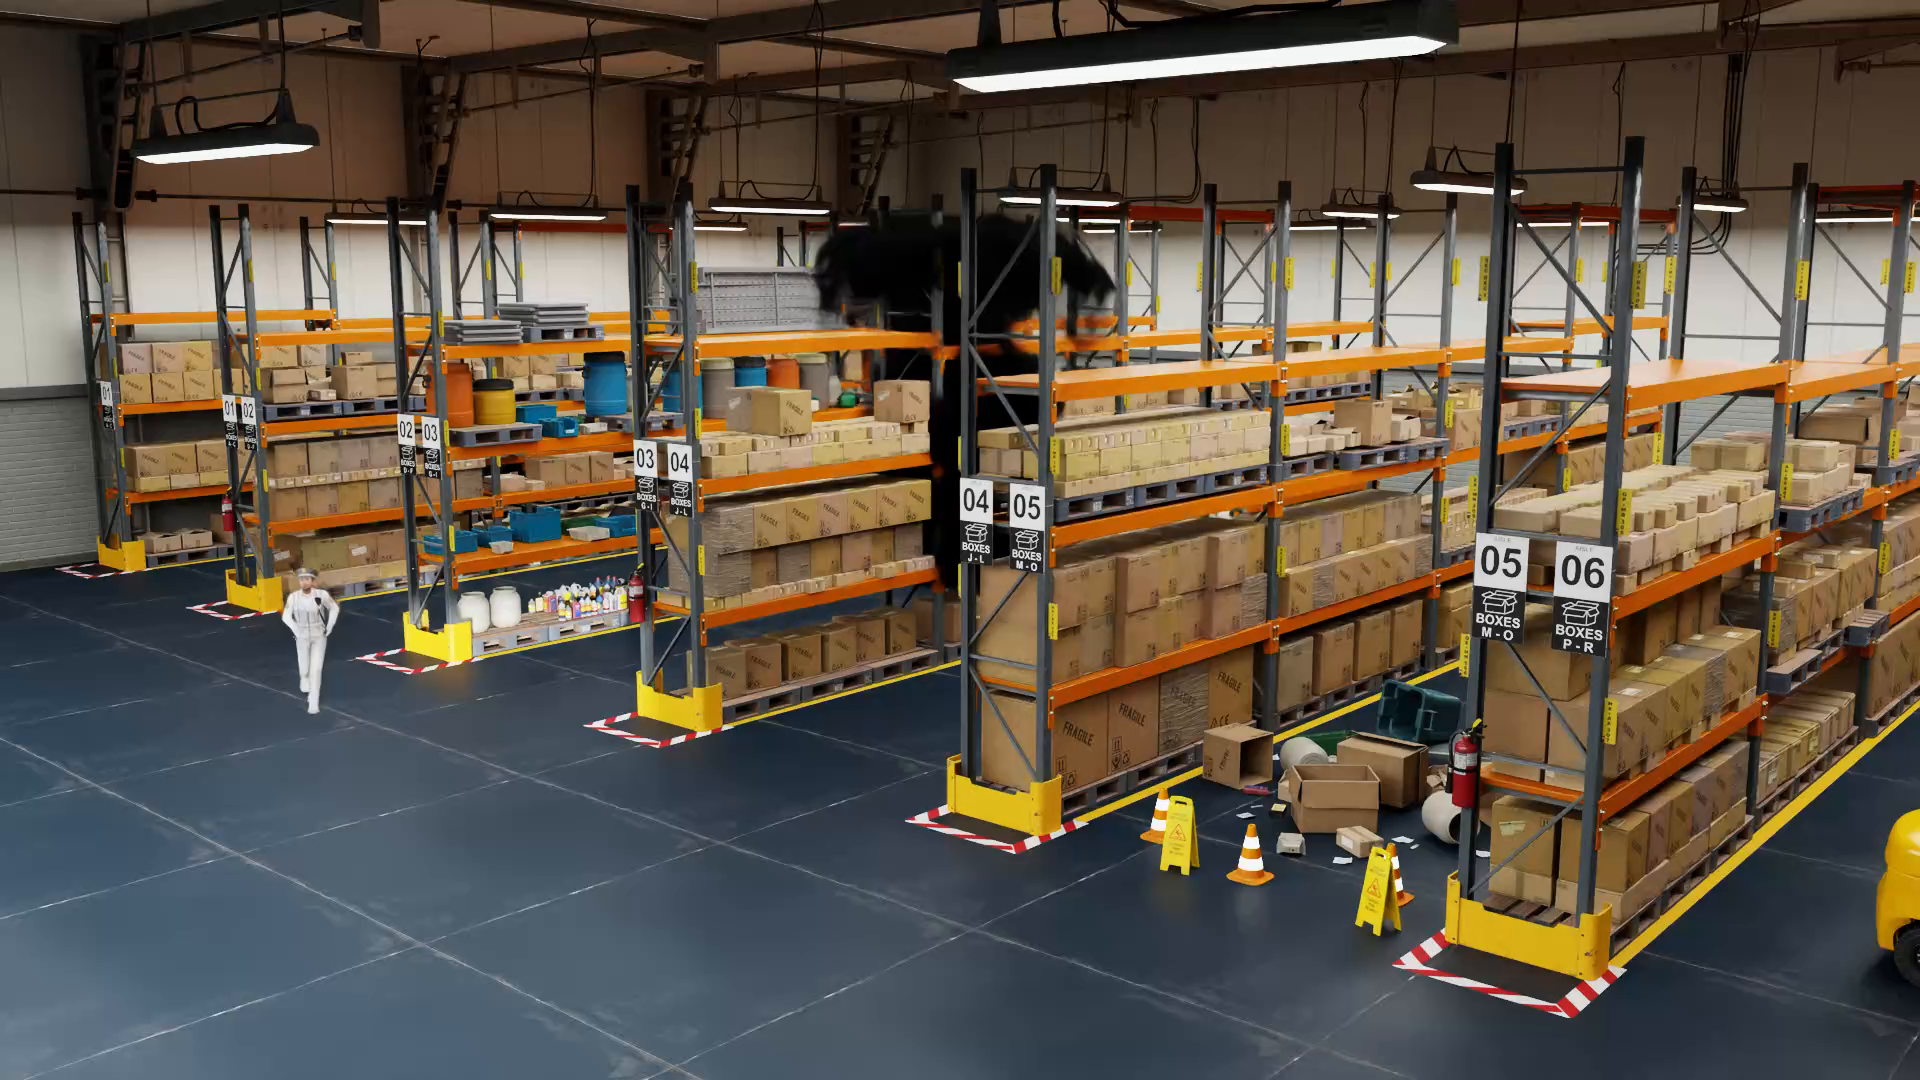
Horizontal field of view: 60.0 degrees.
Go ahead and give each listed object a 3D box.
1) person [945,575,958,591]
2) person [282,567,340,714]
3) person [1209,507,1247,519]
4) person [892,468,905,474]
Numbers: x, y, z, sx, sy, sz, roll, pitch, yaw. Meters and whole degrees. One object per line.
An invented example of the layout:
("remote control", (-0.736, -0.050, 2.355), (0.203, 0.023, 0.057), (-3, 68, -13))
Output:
("person", (-0.119, -0.073, 24.718), (0.749, 1.817, 0.853), (9, 13, 42))
("person", (-7.615, 1.132, 19.510), (0.590, 1.696, 0.791), (-3, 10, -15))
("person", (3.778, 0.001, 24.122), (0.610, 1.821, 0.845), (8, 12, 40))
("person", (-1.069, -0.883, 31.844), (0.614, 1.599, 0.575), (7, 12, 35))
